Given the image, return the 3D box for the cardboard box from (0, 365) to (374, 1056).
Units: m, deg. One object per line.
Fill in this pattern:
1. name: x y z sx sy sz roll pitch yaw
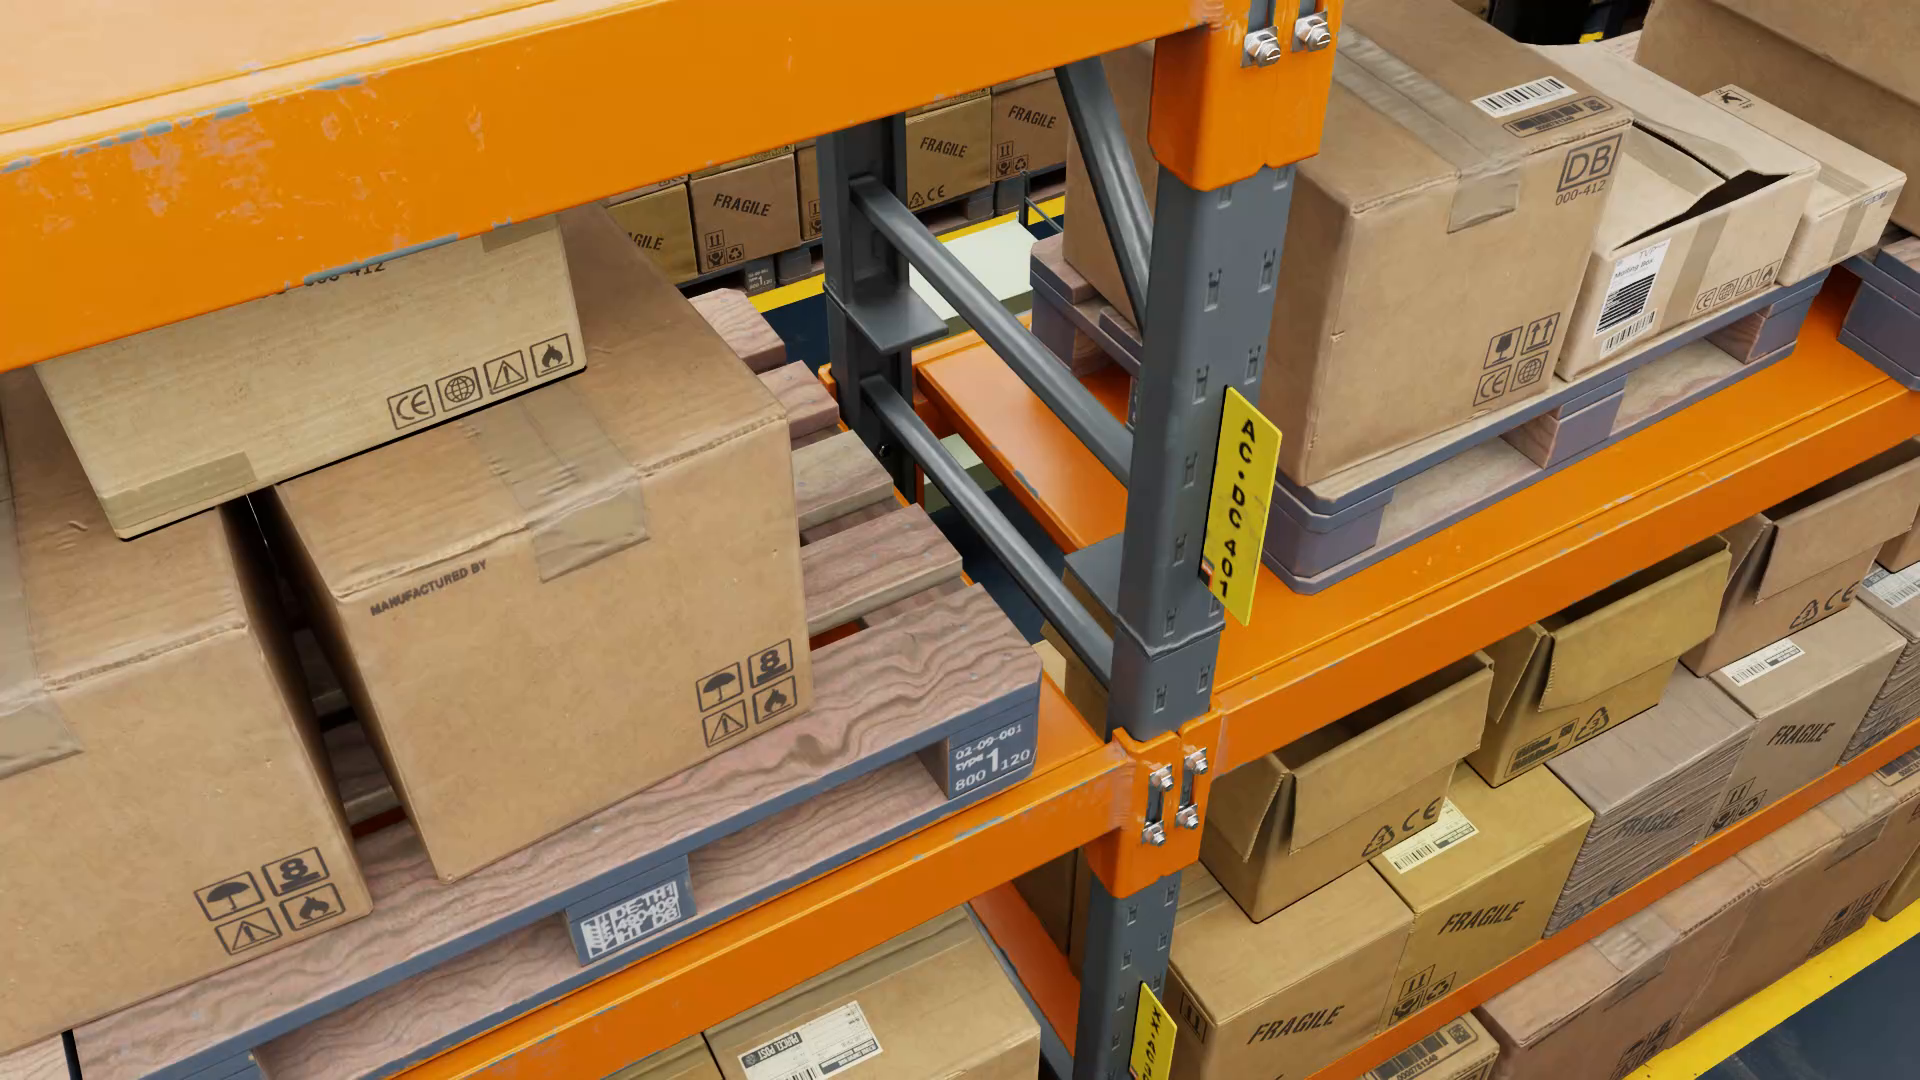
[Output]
1. cardboard box: -1.052 0.113 1.880 0.500 0.500 0.700 -19 47 -19

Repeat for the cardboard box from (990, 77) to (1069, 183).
1. cardboard box: 0.258 -2.187 8.343 0.500 0.500 0.500 -20 48 -19

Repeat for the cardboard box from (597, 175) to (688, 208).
1. cardboard box: -1.546 -1.729 7.333 0.500 0.250 0.500 -24 49 -23

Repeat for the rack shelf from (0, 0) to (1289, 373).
1. rack shelf: -1.669 -0.137 1.233 4.000 0.370 1.077 -22 48 -21

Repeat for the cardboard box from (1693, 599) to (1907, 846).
1. cardboard box: 1.904 0.345 4.169 0.500 0.500 0.500 -21 48 -20

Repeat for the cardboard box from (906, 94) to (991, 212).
1. cardboard box: -0.193 -1.994 8.144 0.500 0.500 0.500 -24 49 -23

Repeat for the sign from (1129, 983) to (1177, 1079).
1. sign: 0.343 0.916 2.974 0.005 0.325 0.100 -22 48 -21

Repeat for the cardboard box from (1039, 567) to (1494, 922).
1. cardboard box: 0.615 0.298 3.497 0.637 0.503 0.797 -23 49 -22

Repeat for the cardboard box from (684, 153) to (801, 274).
1. cardboard box: -1.087 -1.644 7.784 0.500 0.500 0.500 -20 48 -19

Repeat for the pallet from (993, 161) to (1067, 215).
1. pallet: 0.472 -2.227 8.893 1.213 0.211 1.003 -22 48 -21

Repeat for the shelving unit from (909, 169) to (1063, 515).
1. shelving unit: 0.006 -0.541 6.230 0.755 1.500 0.431 -22 48 -21

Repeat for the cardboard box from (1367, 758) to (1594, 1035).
1. cardboard box: 1.024 0.701 3.802 0.500 0.500 0.500 -22 48 -21

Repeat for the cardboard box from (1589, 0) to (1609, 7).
1. cardboard box: 3.287 -3.627 9.647 0.750 0.750 1.050 -22 48 -21

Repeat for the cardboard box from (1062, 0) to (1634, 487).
1. cardboard box: 0.563 -0.550 2.636 0.500 0.500 0.700 -21 48 -20

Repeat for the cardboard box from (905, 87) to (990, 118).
1. cardboard box: -0.193 -2.276 7.896 0.500 0.250 0.500 -21 48 -20

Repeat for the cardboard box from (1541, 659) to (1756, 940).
1. cardboard box: 1.458 0.528 3.981 0.500 0.500 0.500 -23 49 -22

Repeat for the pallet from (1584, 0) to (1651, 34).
1. pallet: 3.987 -3.571 10.278 1.213 0.211 1.003 -22 48 -21

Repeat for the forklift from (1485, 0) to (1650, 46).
1. forklift: 2.349 -1.901 6.605 3.031 2.935 1.130 -19 47 -19

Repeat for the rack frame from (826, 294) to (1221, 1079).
1. rack frame: 0.065 0.921 3.648 0.127 3.000 1.000 -22 48 -21

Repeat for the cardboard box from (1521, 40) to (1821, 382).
1. cardboard box: 1.061 -0.601 2.824 0.500 0.311 0.500 -23 49 -22

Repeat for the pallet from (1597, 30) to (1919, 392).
1. pallet: 2.033 -0.831 3.434 1.213 0.211 1.003 -20 47 -19

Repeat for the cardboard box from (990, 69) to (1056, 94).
1. cardboard box: 0.255 -2.443 8.068 0.500 0.250 0.500 -21 48 -20

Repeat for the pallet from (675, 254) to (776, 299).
1. pallet: -1.644 -1.380 8.020 1.213 0.211 1.003 -22 48 -21

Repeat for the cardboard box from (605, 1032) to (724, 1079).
1. cardboard box: -0.637 1.091 2.828 0.500 0.500 0.500 -21 48 -21

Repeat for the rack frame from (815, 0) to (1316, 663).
1. rack frame: 0.065 -1.232 1.558 0.127 3.000 1.000 -22 48 -21

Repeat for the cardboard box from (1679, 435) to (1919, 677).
1. cardboard box: 1.747 -0.158 3.967 0.637 0.503 0.797 -20 48 -20

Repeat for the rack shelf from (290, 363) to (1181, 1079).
1. rack shelf: -1.669 0.796 2.139 4.000 0.370 1.077 -22 48 -21

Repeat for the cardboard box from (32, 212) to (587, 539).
1. cardboard box: -0.753 -0.325 1.794 0.500 0.250 0.500 -25 49 -23

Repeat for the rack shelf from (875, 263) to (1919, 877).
1. rack shelf: 1.799 -0.592 3.569 4.000 0.370 1.077 -22 48 -21

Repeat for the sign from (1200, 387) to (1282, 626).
1. sign: 0.343 -0.035 2.051 0.005 0.325 0.100 -22 48 -21

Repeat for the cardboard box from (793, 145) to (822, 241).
1. cardboard box: -0.640 -1.834 7.979 0.500 0.500 0.500 -21 48 -20

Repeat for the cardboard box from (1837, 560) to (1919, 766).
1. cardboard box: 2.345 0.169 4.350 0.500 0.500 0.500 -23 49 -22

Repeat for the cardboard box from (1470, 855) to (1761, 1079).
1. cardboard box: 1.385 0.988 4.803 0.875 0.875 1.225 -23 49 -22

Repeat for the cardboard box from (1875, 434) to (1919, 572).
1. cardboard box: 2.325 -0.395 4.211 0.637 0.503 0.797 -21 48 -20

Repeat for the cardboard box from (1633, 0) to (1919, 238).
1. cardboard box: 1.773 -1.010 3.107 0.637 0.503 0.797 -22 48 -21

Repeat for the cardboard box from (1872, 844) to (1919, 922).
1. cardboard box: 2.925 0.371 5.438 0.875 0.875 1.225 -24 49 -23

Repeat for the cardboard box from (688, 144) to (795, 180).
1. cardboard box: -1.085 -1.916 7.525 0.500 0.250 0.500 -21 48 -20

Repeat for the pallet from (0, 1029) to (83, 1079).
1. pallet: -1.706 0.574 1.915 1.213 0.211 1.003 -22 48 -21

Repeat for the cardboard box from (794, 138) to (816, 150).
1. cardboard box: -0.641 -2.090 7.704 0.500 0.250 0.500 -20 48 -19

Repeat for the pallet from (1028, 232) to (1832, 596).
1. pallet: 0.836 -0.435 3.028 1.217 0.209 0.805 -24 49 -22

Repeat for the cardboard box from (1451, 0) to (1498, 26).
1. cardboard box: 2.479 -3.303 9.314 0.750 0.750 1.050 -21 48 -20

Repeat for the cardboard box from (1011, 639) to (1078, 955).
1. cardboard box: 0.335 0.557 3.950 0.500 0.500 0.500 -22 48 -21

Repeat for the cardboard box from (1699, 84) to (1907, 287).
1. cardboard box: 1.431 -0.642 2.983 0.250 0.149 0.380 -24 49 -23

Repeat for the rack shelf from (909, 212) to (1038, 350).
1. rack shelf: 0.006 -0.821 5.958 0.720 0.370 0.431 -22 48 -21

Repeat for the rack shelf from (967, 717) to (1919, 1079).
1. rack shelf: 1.799 0.485 4.613 4.000 0.370 1.077 -22 48 -21

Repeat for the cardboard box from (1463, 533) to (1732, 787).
1. cardboard box: 1.216 0.067 3.735 0.637 0.503 0.797 -21 48 -21

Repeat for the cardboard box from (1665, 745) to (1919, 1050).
1. cardboard box: 2.148 0.676 5.124 0.875 0.875 1.225 -22 48 -21

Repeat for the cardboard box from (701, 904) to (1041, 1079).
1. cardboard box: -0.200 0.919 3.004 0.500 0.500 0.500 -20 48 -20

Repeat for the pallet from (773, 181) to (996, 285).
1. pallet: -0.585 -1.806 8.459 1.213 0.211 1.003 -22 48 -21

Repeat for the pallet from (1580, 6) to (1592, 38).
1. pallet: 2.928 -3.145 9.839 1.213 0.211 1.003 -22 48 -21

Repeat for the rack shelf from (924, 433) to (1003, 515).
1. rack shelf: 0.006 -0.307 6.457 0.720 0.370 0.431 -22 48 -21

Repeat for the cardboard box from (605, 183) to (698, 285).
1. cardboard box: -1.545 -1.460 7.593 0.500 0.500 0.500 -20 48 -19

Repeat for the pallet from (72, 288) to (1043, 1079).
1. pallet: -0.649 0.153 2.348 1.213 0.211 1.003 -22 48 -21

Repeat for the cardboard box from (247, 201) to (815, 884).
1. cardboard box: -0.583 -0.071 2.070 0.500 0.500 0.700 -25 49 -23

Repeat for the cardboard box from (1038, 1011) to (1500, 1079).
1. cardboard box: 0.610 1.298 4.483 0.875 0.875 1.225 -22 48 -21

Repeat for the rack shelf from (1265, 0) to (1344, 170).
1. rack shelf: 1.799 -1.525 2.663 4.000 0.370 1.077 -22 48 -21

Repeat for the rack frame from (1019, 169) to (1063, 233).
1. rack frame: 0.323 -0.668 6.361 0.023 1.500 0.400 -22 48 -21

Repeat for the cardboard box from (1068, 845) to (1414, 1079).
1. cardboard box: 0.589 0.876 3.622 0.500 0.500 0.500 -22 48 -21
